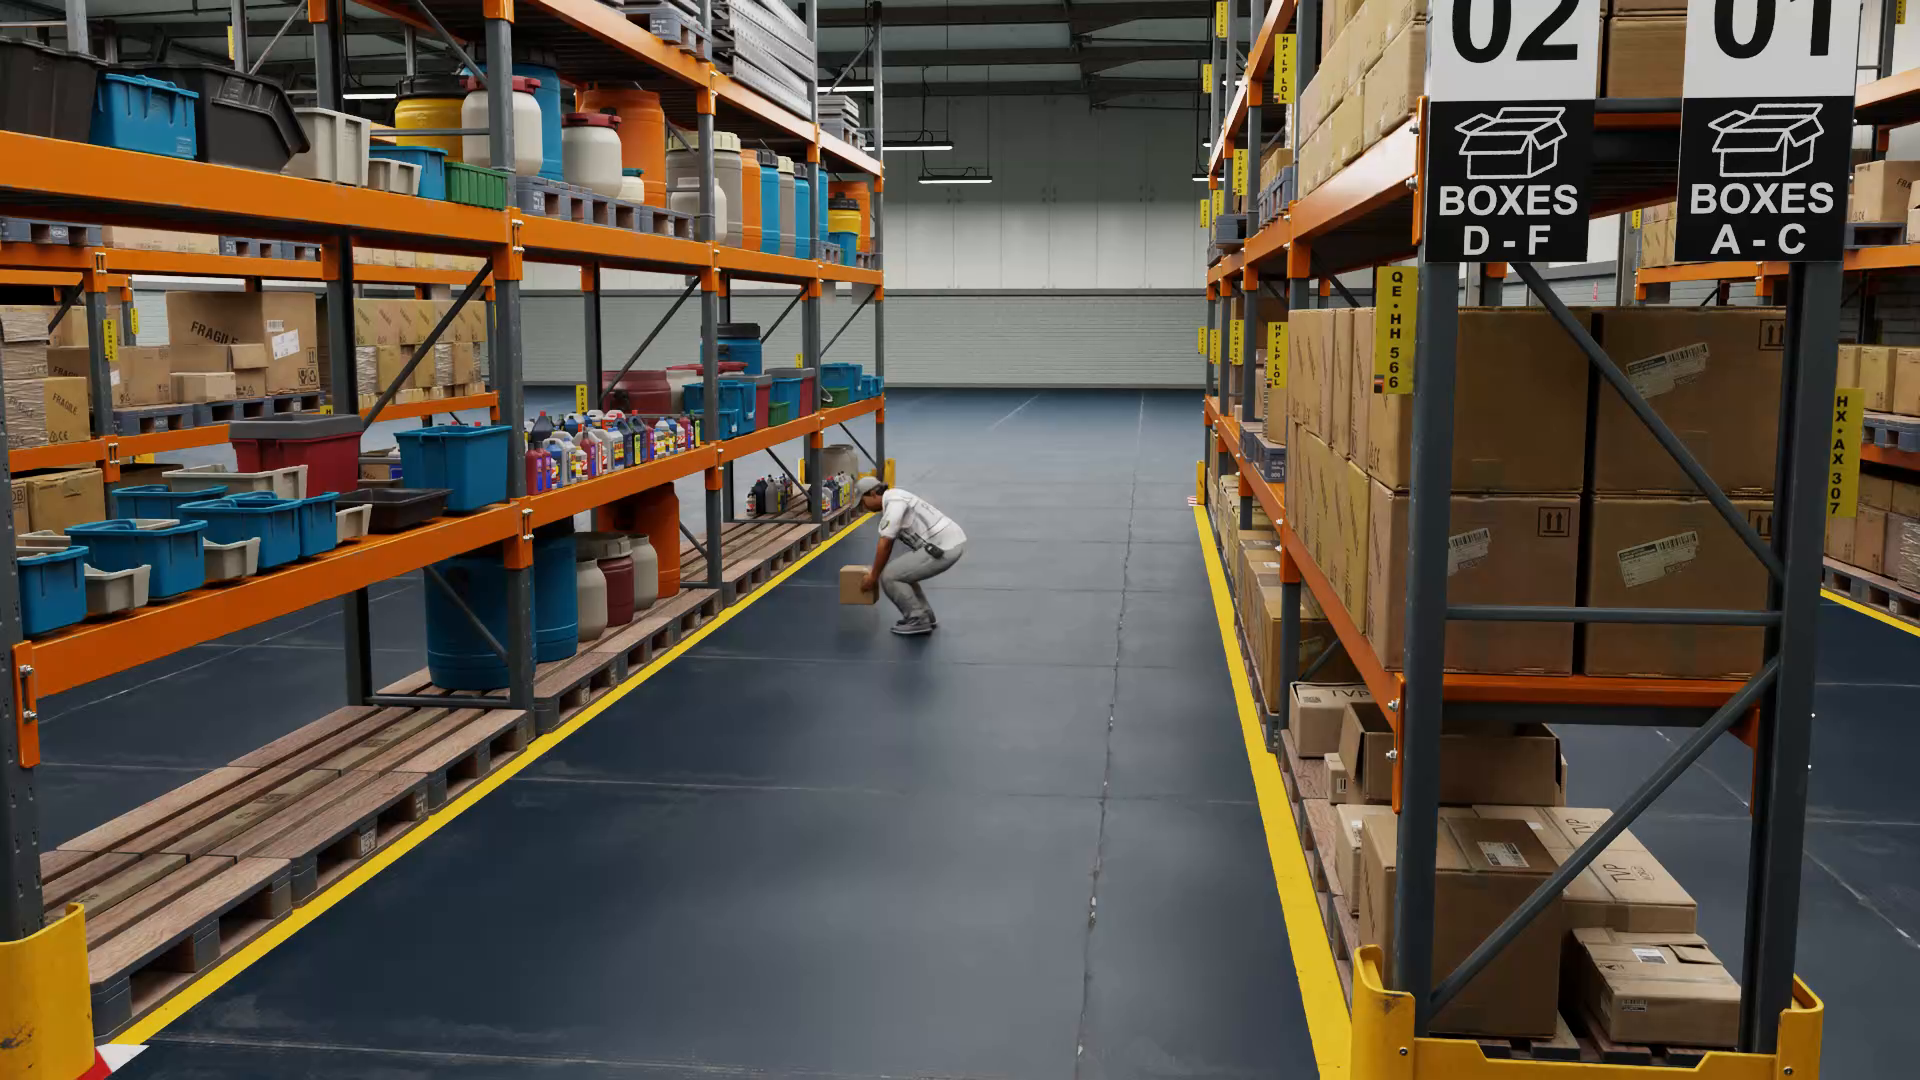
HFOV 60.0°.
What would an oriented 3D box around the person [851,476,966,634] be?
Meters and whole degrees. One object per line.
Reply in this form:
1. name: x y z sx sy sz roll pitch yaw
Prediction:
1. person: -0.372 0.103 12.037 0.822 1.133 0.535 1 8 6
